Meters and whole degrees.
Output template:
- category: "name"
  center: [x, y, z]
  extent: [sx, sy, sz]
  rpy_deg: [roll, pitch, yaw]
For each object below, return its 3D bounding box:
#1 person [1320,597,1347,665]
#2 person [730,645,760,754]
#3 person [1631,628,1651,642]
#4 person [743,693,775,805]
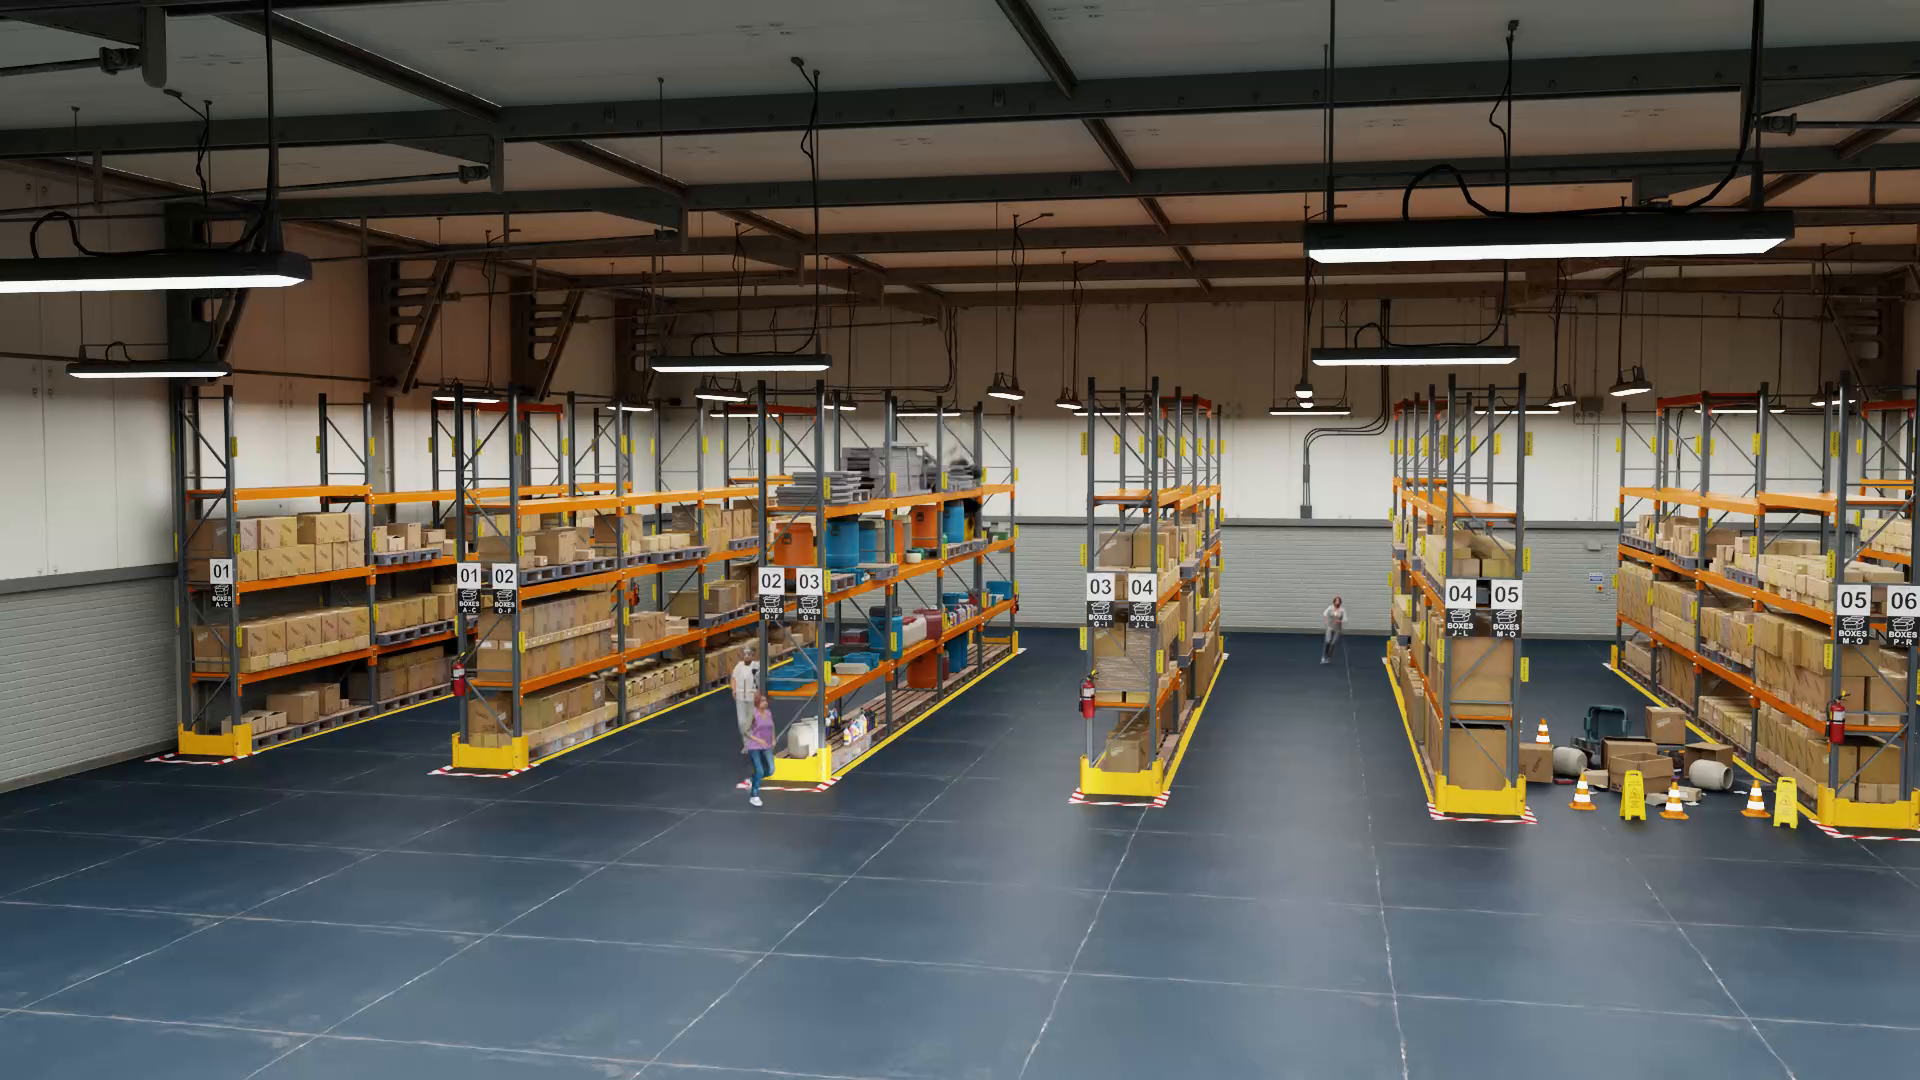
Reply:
- category: "person"
  center: [8.589, 2.086, 38.172]
  extent: [0.593, 1.596, 0.643]
  rpy_deg: [1, 3, 15]
- category: "person"
  center: [-3.473, 2.599, 27.382]
  extent: [0.672, 1.762, 0.641]
  rpy_deg: [1, 3, 11]
- category: "person"
  center: [15.837, 1.939, 38.664]
  extent: [0.900, 1.770, 0.694]
  rpy_deg: [3, 4, 43]
- category: "person"
  center: [-2.791, 2.931, 23.354]
  extent: [0.587, 1.563, 0.579]
  rpy_deg: [-3, 4, -43]
